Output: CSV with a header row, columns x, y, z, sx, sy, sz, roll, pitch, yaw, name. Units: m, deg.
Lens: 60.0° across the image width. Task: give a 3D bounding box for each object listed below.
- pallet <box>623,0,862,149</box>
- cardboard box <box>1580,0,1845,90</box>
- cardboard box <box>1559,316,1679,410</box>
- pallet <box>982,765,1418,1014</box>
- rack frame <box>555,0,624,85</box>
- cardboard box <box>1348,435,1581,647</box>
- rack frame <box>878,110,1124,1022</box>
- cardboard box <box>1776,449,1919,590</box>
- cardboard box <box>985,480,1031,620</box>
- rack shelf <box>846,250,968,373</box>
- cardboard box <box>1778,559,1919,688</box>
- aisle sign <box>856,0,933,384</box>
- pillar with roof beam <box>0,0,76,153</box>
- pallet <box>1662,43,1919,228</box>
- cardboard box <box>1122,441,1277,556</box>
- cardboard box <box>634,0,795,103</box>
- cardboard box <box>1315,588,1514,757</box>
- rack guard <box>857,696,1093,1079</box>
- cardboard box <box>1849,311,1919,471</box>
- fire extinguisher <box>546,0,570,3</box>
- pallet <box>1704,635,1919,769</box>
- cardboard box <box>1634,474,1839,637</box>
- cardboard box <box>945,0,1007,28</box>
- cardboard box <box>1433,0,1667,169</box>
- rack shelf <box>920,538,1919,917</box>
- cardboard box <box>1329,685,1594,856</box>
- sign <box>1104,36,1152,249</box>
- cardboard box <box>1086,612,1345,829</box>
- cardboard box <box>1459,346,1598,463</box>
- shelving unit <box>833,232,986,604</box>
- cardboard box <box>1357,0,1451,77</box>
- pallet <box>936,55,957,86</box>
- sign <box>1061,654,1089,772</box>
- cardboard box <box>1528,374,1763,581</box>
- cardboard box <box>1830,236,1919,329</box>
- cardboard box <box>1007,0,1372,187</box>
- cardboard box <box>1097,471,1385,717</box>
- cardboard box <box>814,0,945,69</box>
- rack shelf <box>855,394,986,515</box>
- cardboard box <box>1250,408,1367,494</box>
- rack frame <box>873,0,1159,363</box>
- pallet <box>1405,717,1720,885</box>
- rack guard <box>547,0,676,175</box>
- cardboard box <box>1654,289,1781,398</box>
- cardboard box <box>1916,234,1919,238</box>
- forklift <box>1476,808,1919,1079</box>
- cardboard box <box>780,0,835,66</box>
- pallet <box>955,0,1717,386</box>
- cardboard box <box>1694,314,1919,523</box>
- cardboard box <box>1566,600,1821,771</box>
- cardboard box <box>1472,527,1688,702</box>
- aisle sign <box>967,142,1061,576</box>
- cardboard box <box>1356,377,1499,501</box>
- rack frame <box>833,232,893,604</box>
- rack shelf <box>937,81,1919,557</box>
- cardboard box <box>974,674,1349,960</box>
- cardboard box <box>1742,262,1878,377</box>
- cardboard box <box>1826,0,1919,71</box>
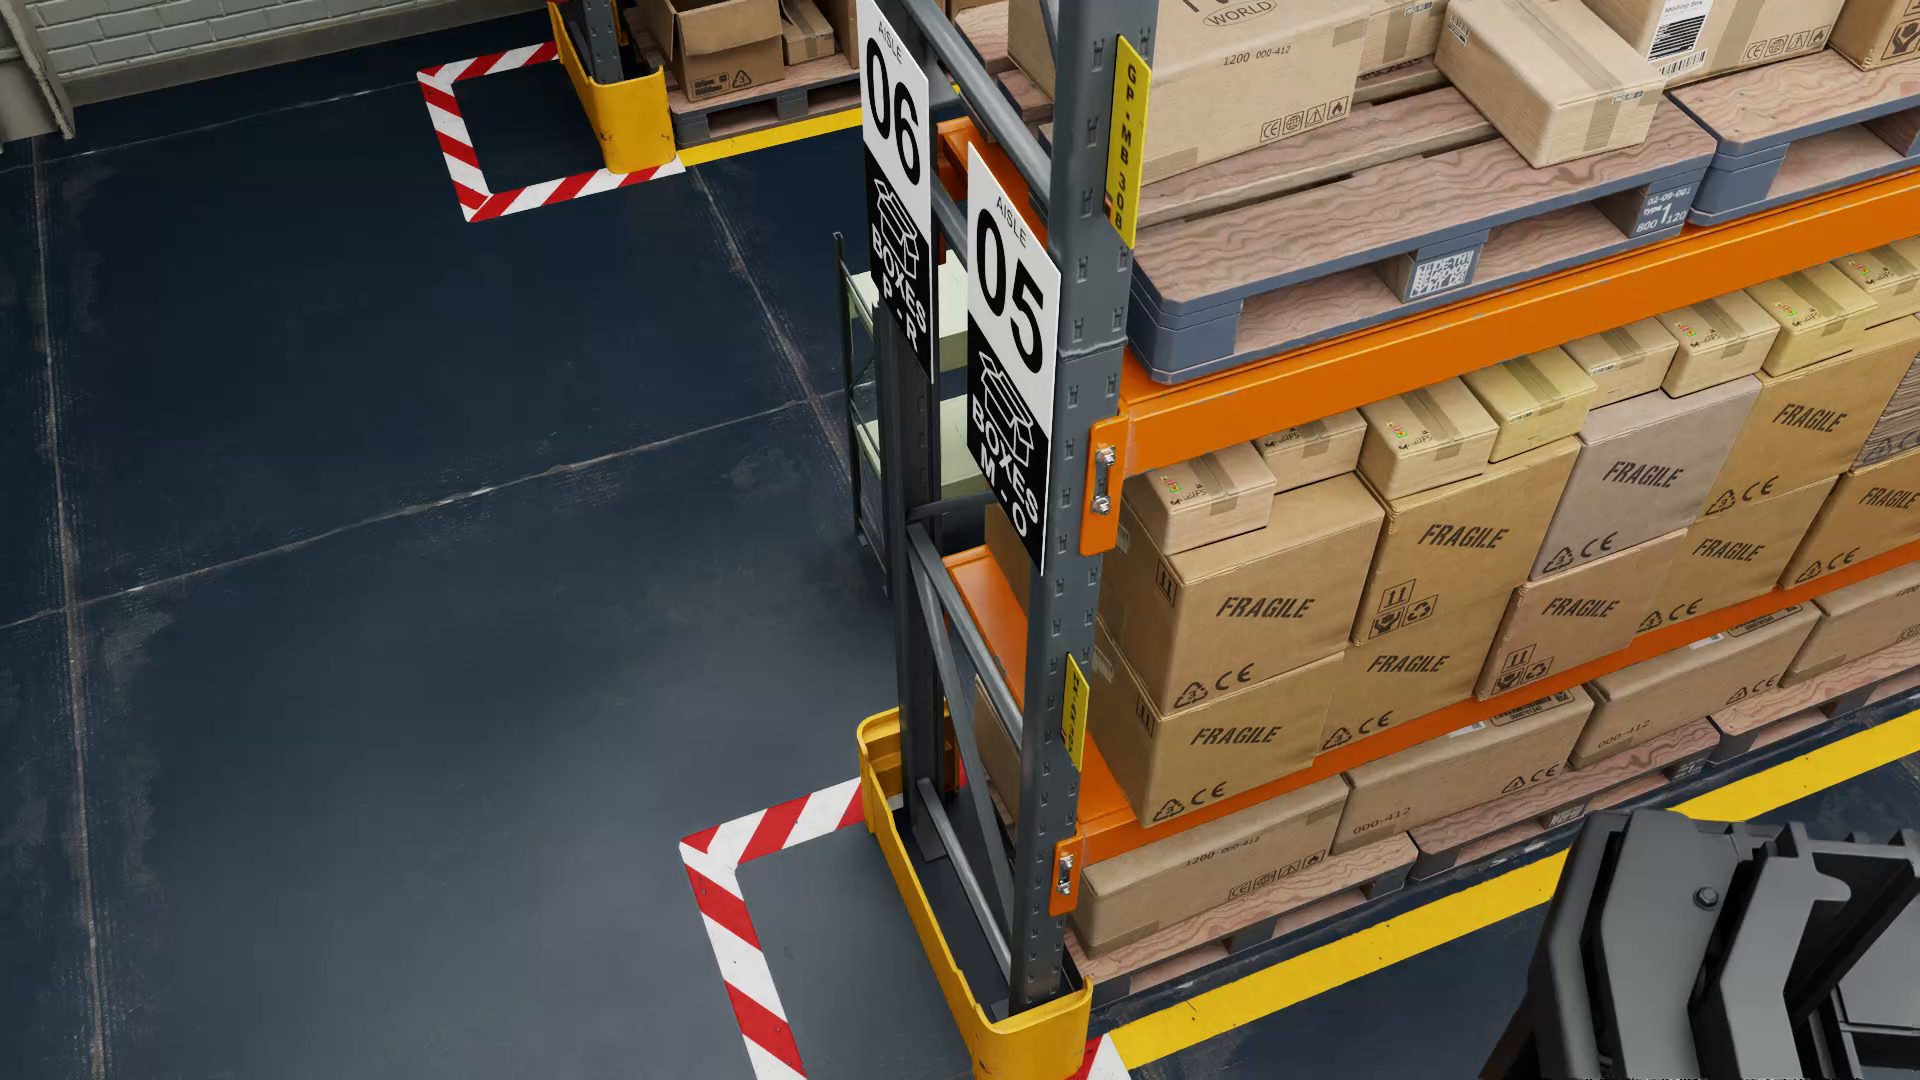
x,y,z,sx,sy,sz,roll,pitch,yaw,name
-1.024,-2.528,8.622,1.213,0.211,1.003,-17,52,-14,pallet
1.453,-1.212,3.393,0.500,0.311,0.500,-16,51,-14,cardboard box
1.441,-0.497,3.888,0.250,0.149,0.380,-17,51,-14,cardboard box
0.759,0.924,5.658,1.213,0.211,1.003,-17,52,-14,pallet
-1.832,-3.185,7.349,0.127,3.000,1.000,-17,52,-14,rack frame
1.076,-0.149,4.017,0.500,0.500,0.500,-18,52,-15,cardboard box
0.048,0.300,4.356,0.127,3.000,1.000,-17,52,-14,rack frame
2.484,-0.261,4.772,0.500,0.500,0.500,-18,52,-15,cardboard box
0.394,-0.057,4.596,0.500,0.500,0.500,-17,51,-14,cardboard box
0.006,-0.745,5.727,0.720,0.370,0.431,-17,52,-14,rack shelf
3.129,-0.045,6.064,0.875,0.438,0.875,-18,52,-15,cardboard box
-0.136,-0.744,3.539,0.004,0.787,0.394,-17,52,-14,aisle sign
-3.041,-1.976,2.356,0.400,9.000,9.100,-17,52,-14,pillar with roof beam
1.862,-1.221,3.744,1.213,0.211,1.003,-17,52,-14,pallet
0.481,-0.177,3.613,0.250,0.149,0.380,-16,51,-13,cardboard box
-1.230,-2.617,8.230,0.637,0.503,0.797,-19,52,-16,cardboard box
1.059,0.167,4.404,0.500,0.500,0.500,-18,52,-15,cardboard box
0.026,1.121,5.298,0.348,0.500,1.175,-17,52,-14,rack guard
2.478,-0.584,4.390,0.500,0.500,0.500,-17,51,-14,cardboard box
-1.794,-2.671,7.205,0.183,0.674,0.296,-17,52,-14,fire extinguisher
3.017,0.224,6.259,1.213,0.211,1.003,-17,52,-14,pallet
1.994,-0.122,4.652,0.500,0.500,0.500,-16,51,-13,cardboard box
0.103,-2.916,8.488,0.500,0.500,0.500,-16,51,-14,cardboard box
1.142,-0.915,3.245,0.250,0.149,0.380,-16,51,-13,cardboard box
1.899,-0.039,5.121,4.000,0.370,1.077,-17,52,-14,rack shelf
1.465,0.470,5.622,0.875,0.438,0.875,-16,51,-13,cardboard box
0.252,-0.596,2.520,0.005,0.325,0.100,-17,52,-14,sign
0.601,0.331,4.263,0.500,0.500,0.500,-18,52,-15,cardboard box
1.218,-0.384,3.791,0.250,0.149,0.380,-19,52,-15,cardboard box
0.006,-0.491,6.023,0.755,1.500,0.431,-17,52,-14,shelving unit
0.788,-1.134,3.433,0.250,0.149,0.380,-21,52,-17,cardboard box
0.103,-2.875,8.920,1.213,0.211,1.003,-17,52,-14,pallet
0.252,0.384,3.661,0.005,0.325,0.100,-17,52,-14,sign
1.549,-0.302,4.148,0.500,0.500,0.500,-18,52,-15,cardboard box
2.157,-0.702,4.064,0.250,0.149,0.380,-17,52,-14,cardboard box
0.430,-0.990,3.243,0.500,0.250,0.500,-22,53,-18,cardboard box
0.600,0.004,3.885,0.500,0.500,0.500,-18,52,-15,cardboard box
-0.424,-2.834,8.418,0.500,0.500,0.700,-15,51,-13,cardboard box
0.006,-0.278,6.271,0.720,0.370,0.431,-17,52,-14,rack shelf
0.697,-0.302,3.720,0.250,0.149,0.380,-16,51,-13,cardboard box
0.048,-1.654,2.080,0.127,3.000,1.000,-17,52,-14,rack frame
1.886,0.577,5.956,1.213,0.211,1.003,-17,52,-14,pallet
-1.762,-2.392,8.316,0.348,0.500,1.175,-17,52,-14,rack guard
1.688,-0.539,3.924,0.250,0.149,0.380,-17,51,-14,cardboard box
2.379,-0.783,4.133,0.250,0.149,0.380,-18,52,-15,cardboard box
1.659,1.674,3.221,3.031,2.935,1.130,4,49,3,forklift
-0.822,-2.596,8.446,0.250,0.149,0.380,-19,52,-16,cardboard box
0.731,-0.868,3.441,1.213,0.211,1.003,-17,52,-14,pallet
2.011,-0.446,4.271,0.500,0.500,0.500,-17,51,-14,cardboard box
2.301,0.213,5.843,0.875,0.438,0.875,-19,52,-15,cardboard box
1.536,0.033,4.519,0.500,0.500,0.500,-17,52,-14,cardboard box
0.091,-0.323,3.177,0.004,0.787,0.394,-17,52,-14,aisle sign
0.981,-0.296,3.715,0.250,0.149,0.380,-16,51,-13,cardboard box
-0.333,-0.386,5.933,0.023,1.500,0.400,-17,52,-14,rack frame
1.899,-1.017,3.983,4.000,0.370,1.077,-17,52,-14,rack shelf
0.621,0.738,5.391,0.875,0.438,0.875,-19,52,-15,cardboard box
1.933,-0.592,3.970,0.250,0.149,0.380,-18,52,-15,cardboard box
1.971,-1.352,3.389,0.500,0.500,0.500,-16,51,-14,cardboard box
